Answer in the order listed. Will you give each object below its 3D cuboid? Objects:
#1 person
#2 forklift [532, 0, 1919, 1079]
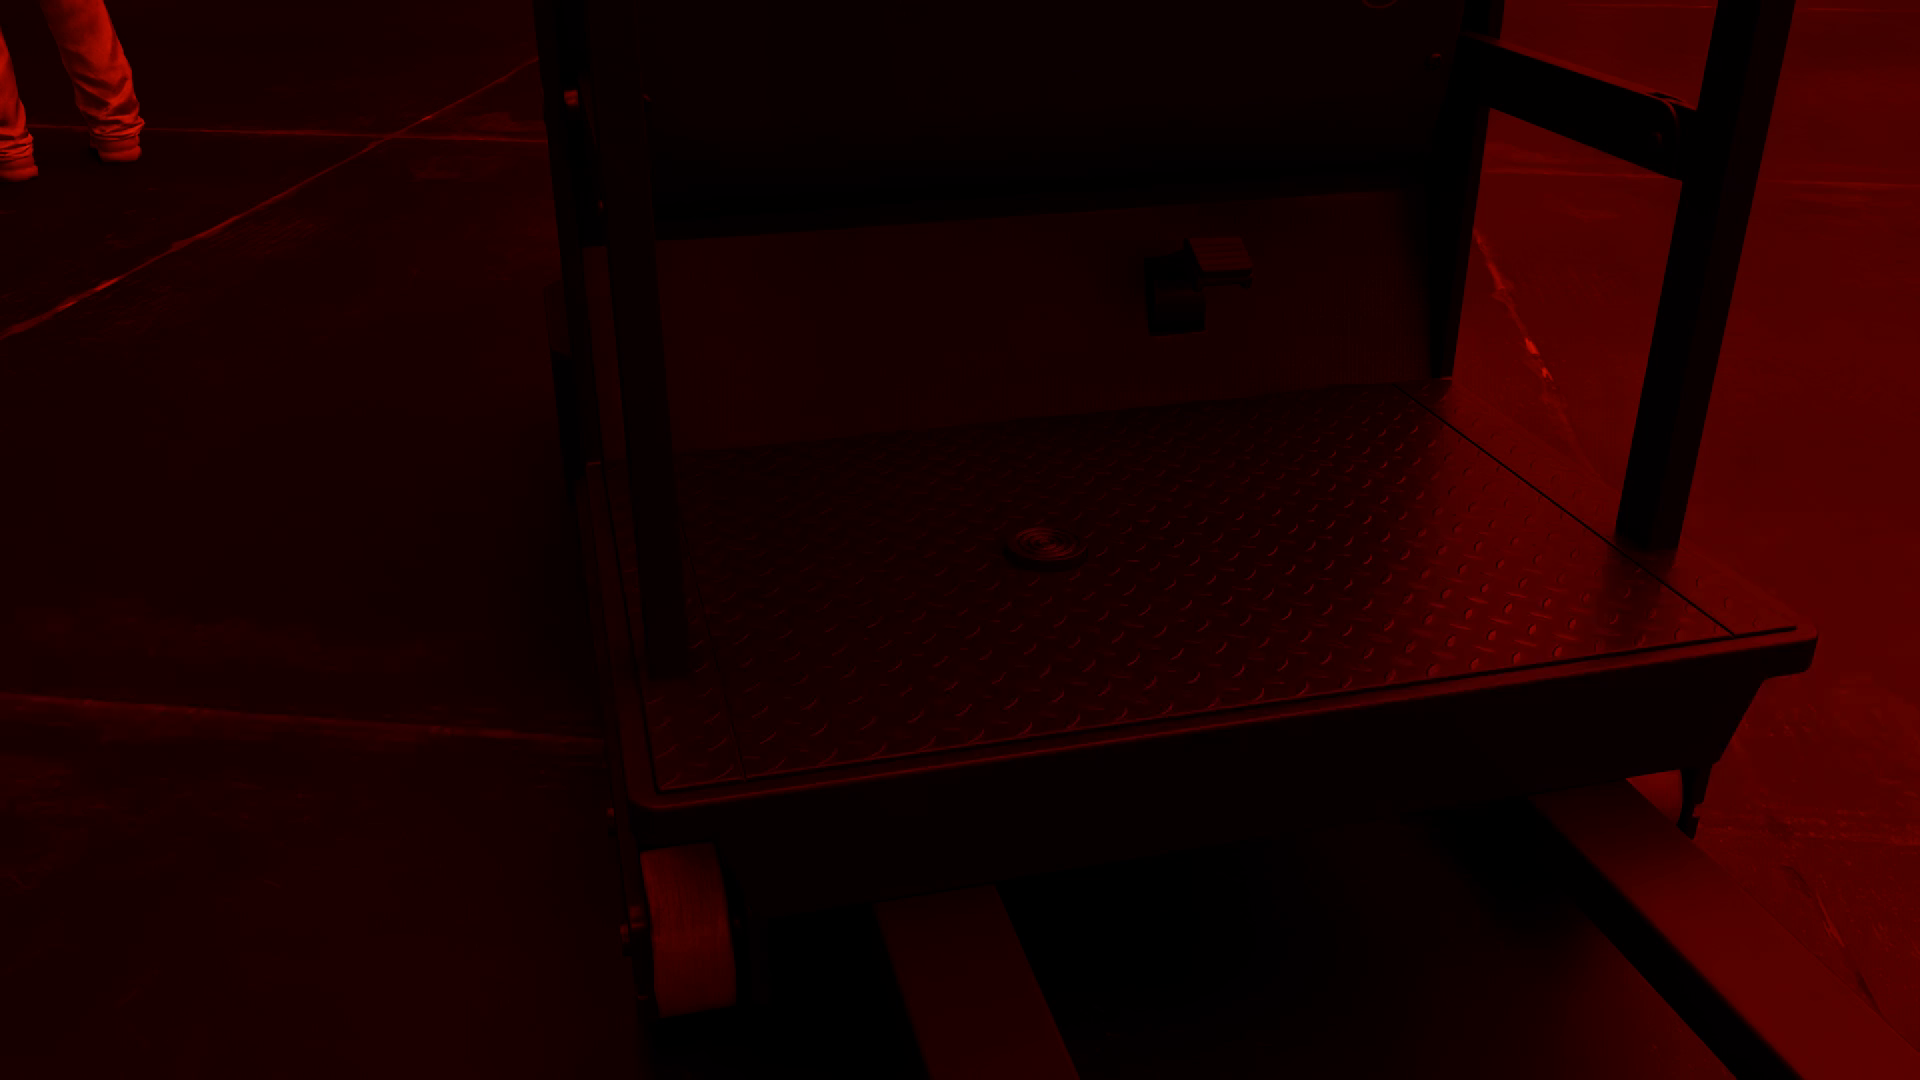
[{"bbox_3d":[-2.499,-1.809,4.143,0.452,1.773,0.625,21,33,36],"label":"person"},{"bbox_3d":[0.153,-1.049,1.319,1.130,2.935,3.031,-7,27,-13],"label":"forklift"}]
